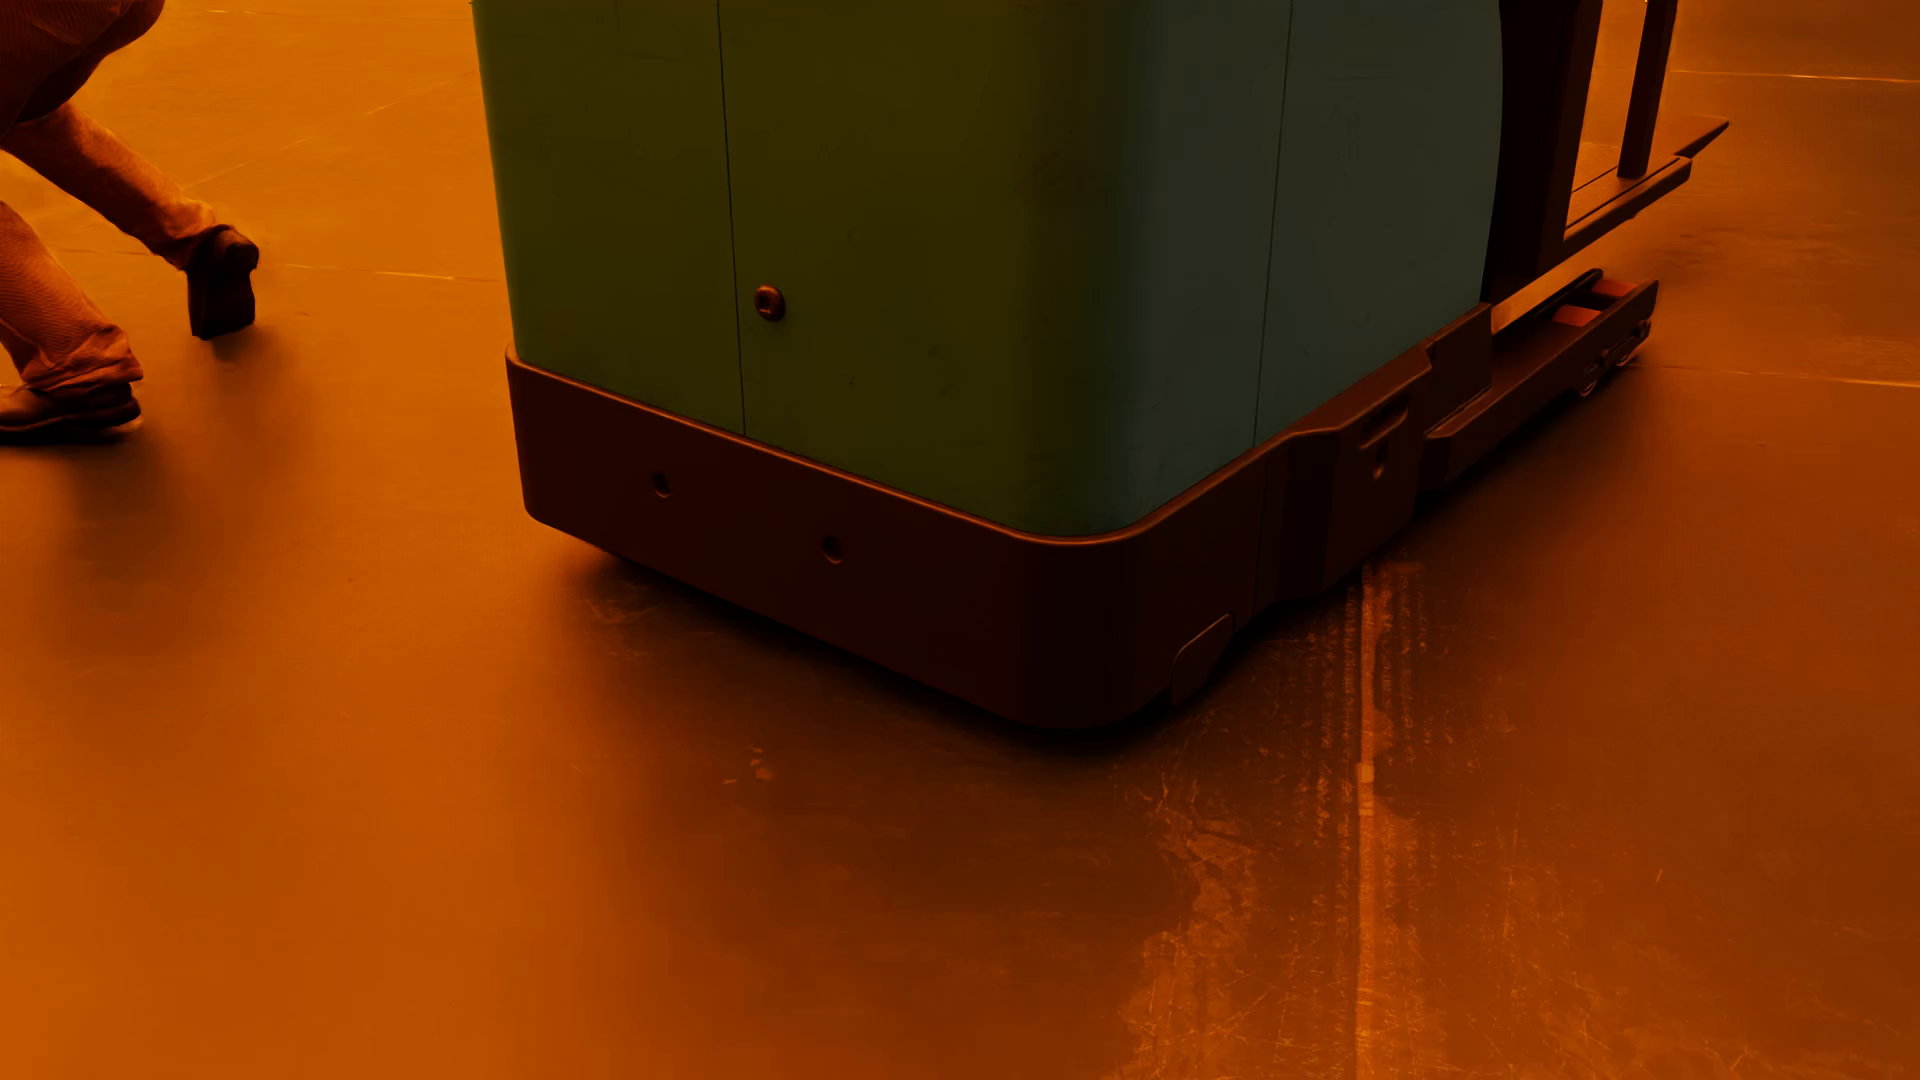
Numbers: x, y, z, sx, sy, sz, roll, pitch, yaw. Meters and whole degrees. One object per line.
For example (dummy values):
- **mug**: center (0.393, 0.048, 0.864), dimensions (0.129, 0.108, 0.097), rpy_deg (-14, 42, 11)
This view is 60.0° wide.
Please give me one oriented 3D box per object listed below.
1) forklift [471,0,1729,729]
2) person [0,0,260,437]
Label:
- **forklift**: center (0.662, -1.689, 2.594), dimensions (1.130, 2.935, 3.031), rpy_deg (19, 33, 33)
- **person**: center (-1.583, -0.979, 2.812), dimensions (0.502, 1.596, 0.965), rpy_deg (-1, 27, -1)
